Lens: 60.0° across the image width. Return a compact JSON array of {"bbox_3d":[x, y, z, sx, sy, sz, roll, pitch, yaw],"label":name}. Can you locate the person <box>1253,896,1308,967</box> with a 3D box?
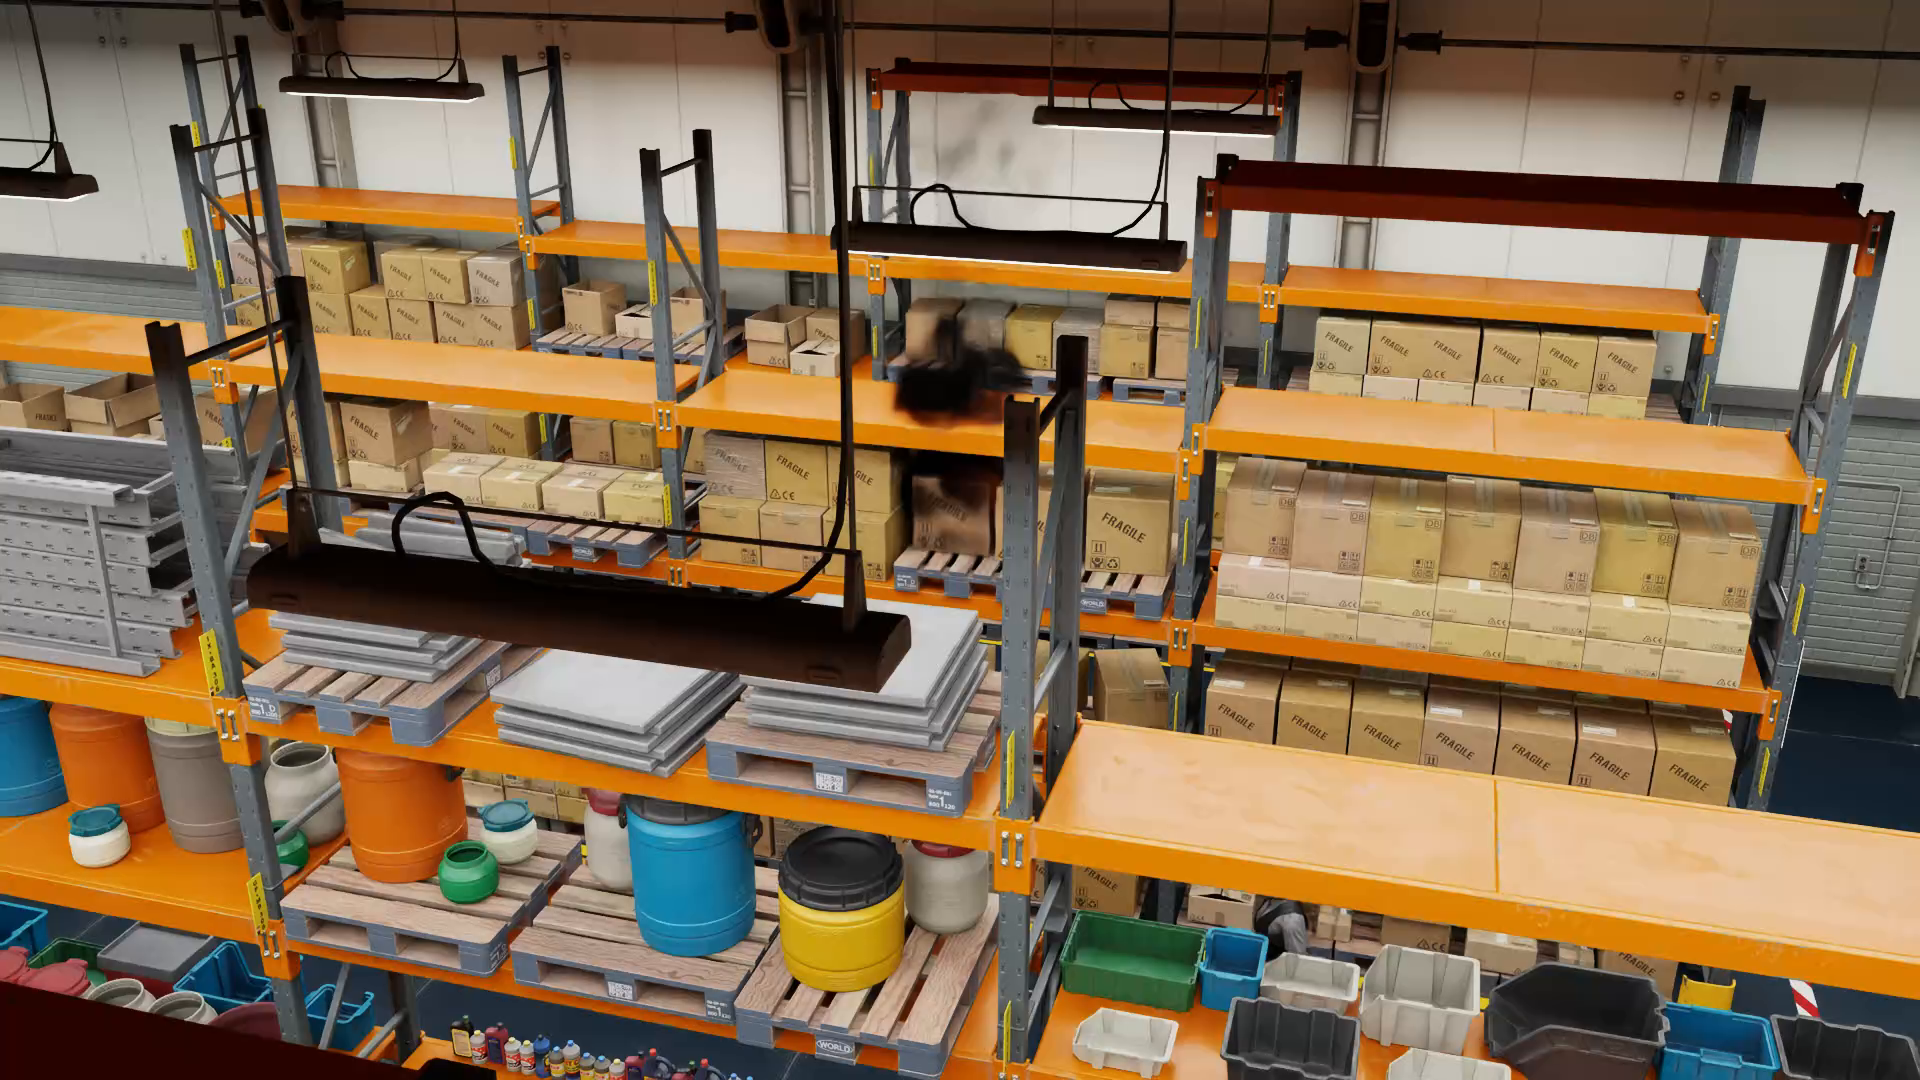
[{"bbox_3d":[2.095,2.858,11.001,0.661,1.692,0.697,1,23,2],"label":"person"}]
